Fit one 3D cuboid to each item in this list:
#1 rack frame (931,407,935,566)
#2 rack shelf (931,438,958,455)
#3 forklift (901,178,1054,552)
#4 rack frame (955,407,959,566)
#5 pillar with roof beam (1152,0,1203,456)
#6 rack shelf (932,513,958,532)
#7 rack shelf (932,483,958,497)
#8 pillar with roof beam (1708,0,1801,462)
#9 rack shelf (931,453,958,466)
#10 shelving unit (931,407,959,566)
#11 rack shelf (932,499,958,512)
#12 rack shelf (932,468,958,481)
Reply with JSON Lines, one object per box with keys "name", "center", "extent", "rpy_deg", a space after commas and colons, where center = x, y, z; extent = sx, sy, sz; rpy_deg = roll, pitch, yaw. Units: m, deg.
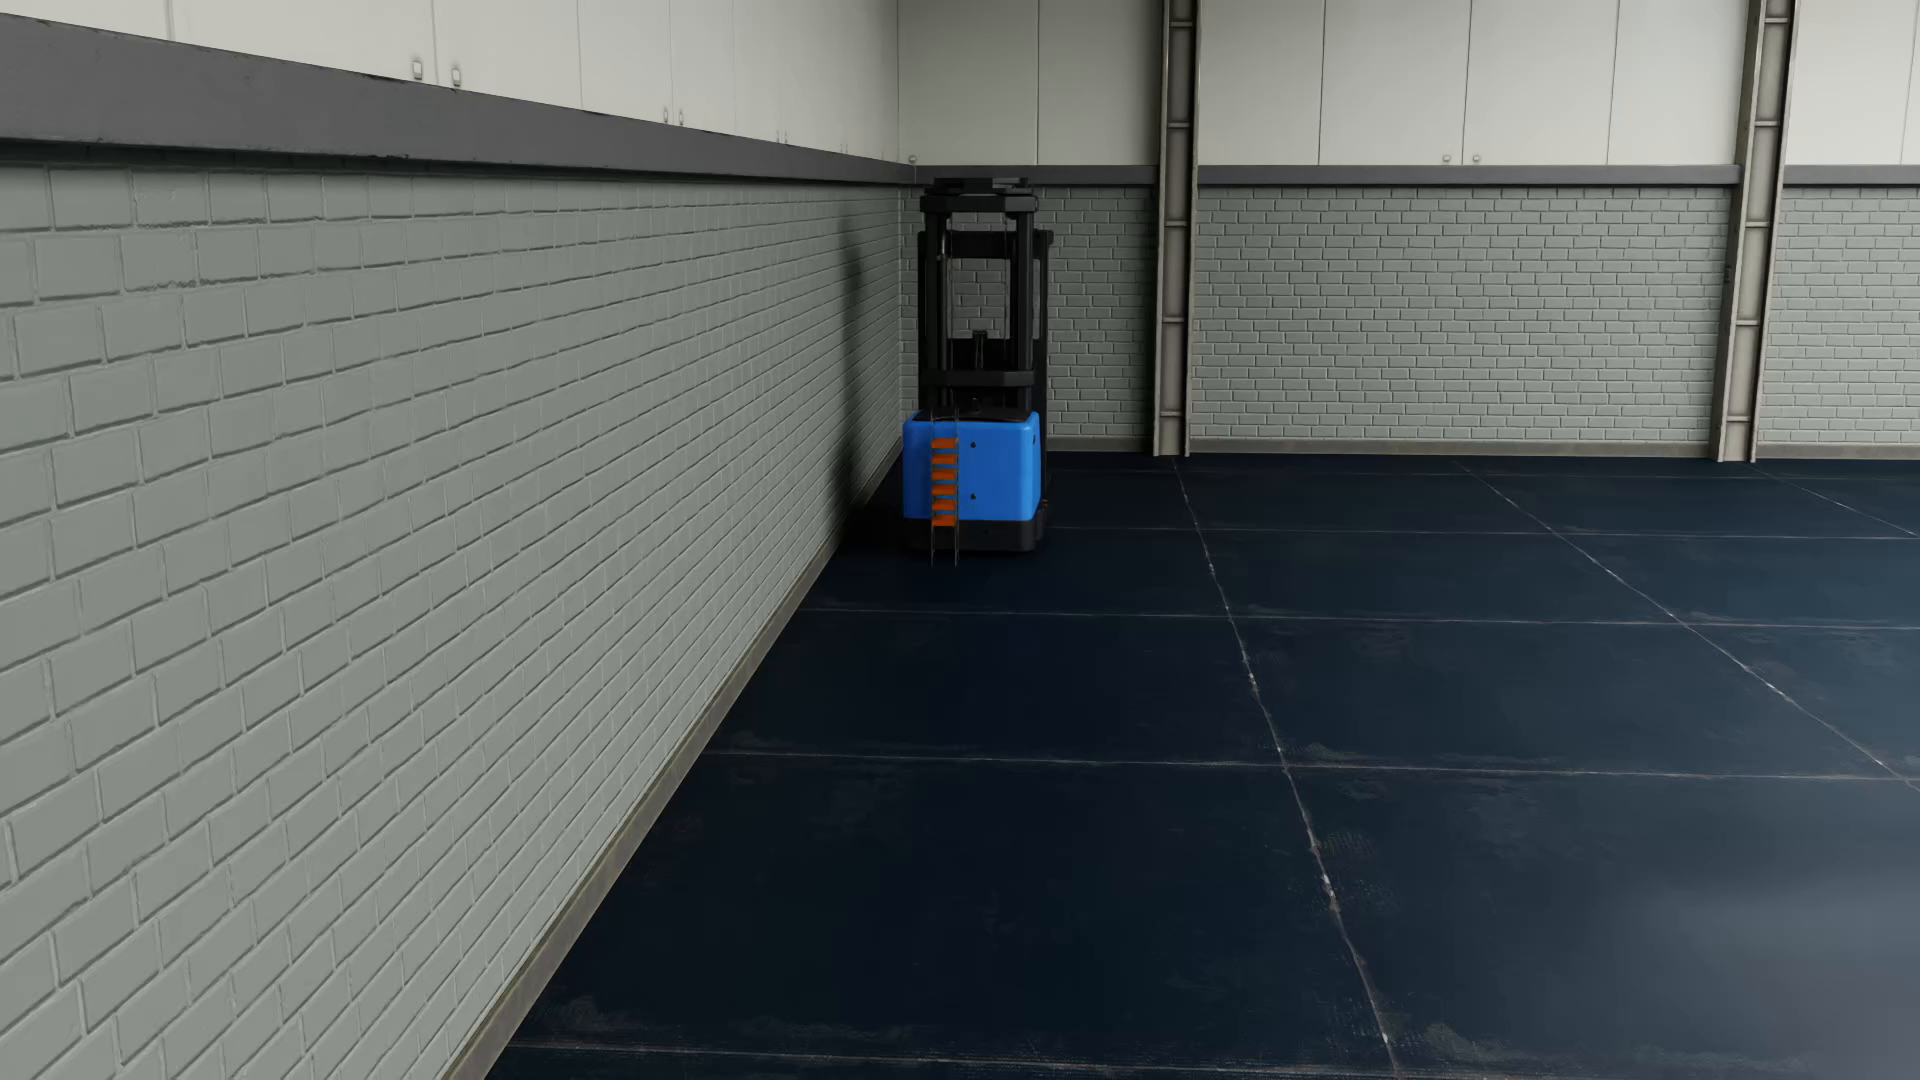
{"name": "rack frame", "center": [-0.207, -0.412, 12.805], "extent": [0.006, 1.200, 0.240], "rpy_deg": [1, 12, 5]}
{"name": "rack shelf", "center": [-0.116, -0.719, 12.732], "extent": [0.180, 0.103, 0.258], "rpy_deg": [1, 12, 5]}
{"name": "forklift", "center": [0.220, -1.591, 14.216], "extent": [1.130, 2.935, 3.031], "rpy_deg": [1, 12, 6]}
{"name": "rack frame", "center": [-0.025, -0.408, 12.789], "extent": [0.006, 1.200, 0.240], "rpy_deg": [1, 12, 5]}
{"name": "pillar with roof beam", "center": [2.026, -4.472, 13.169], "extent": [0.400, 9.000, 9.100], "rpy_deg": [1, 12, 4]}
{"name": "rack shelf", "center": [-0.116, -0.131, 12.855], "extent": [0.180, 0.103, 0.258], "rpy_deg": [1, 12, 5]}
{"name": "rack shelf", "center": [-0.116, -0.366, 12.806], "extent": [0.180, 0.103, 0.258], "rpy_deg": [1, 12, 5]}
{"name": "pillar with roof beam", "center": [8.013, -4.390, 12.776], "extent": [0.400, 9.000, 9.100], "rpy_deg": [1, 12, 4]}
{"name": "rack shelf", "center": [-0.116, -0.601, 12.757], "extent": [0.180, 0.103, 0.258], "rpy_deg": [1, 12, 5]}
{"name": "shelving unit", "center": [-0.116, -0.410, 12.797], "extent": [0.189, 1.200, 0.258], "rpy_deg": [1, 12, 5]}
{"name": "rack shelf", "center": [-0.116, -0.249, 12.831], "extent": [0.180, 0.103, 0.258], "rpy_deg": [1, 12, 5]}
{"name": "rack shelf", "center": [-0.116, -0.484, 12.782], "extent": [0.180, 0.103, 0.258], "rpy_deg": [1, 12, 5]}
